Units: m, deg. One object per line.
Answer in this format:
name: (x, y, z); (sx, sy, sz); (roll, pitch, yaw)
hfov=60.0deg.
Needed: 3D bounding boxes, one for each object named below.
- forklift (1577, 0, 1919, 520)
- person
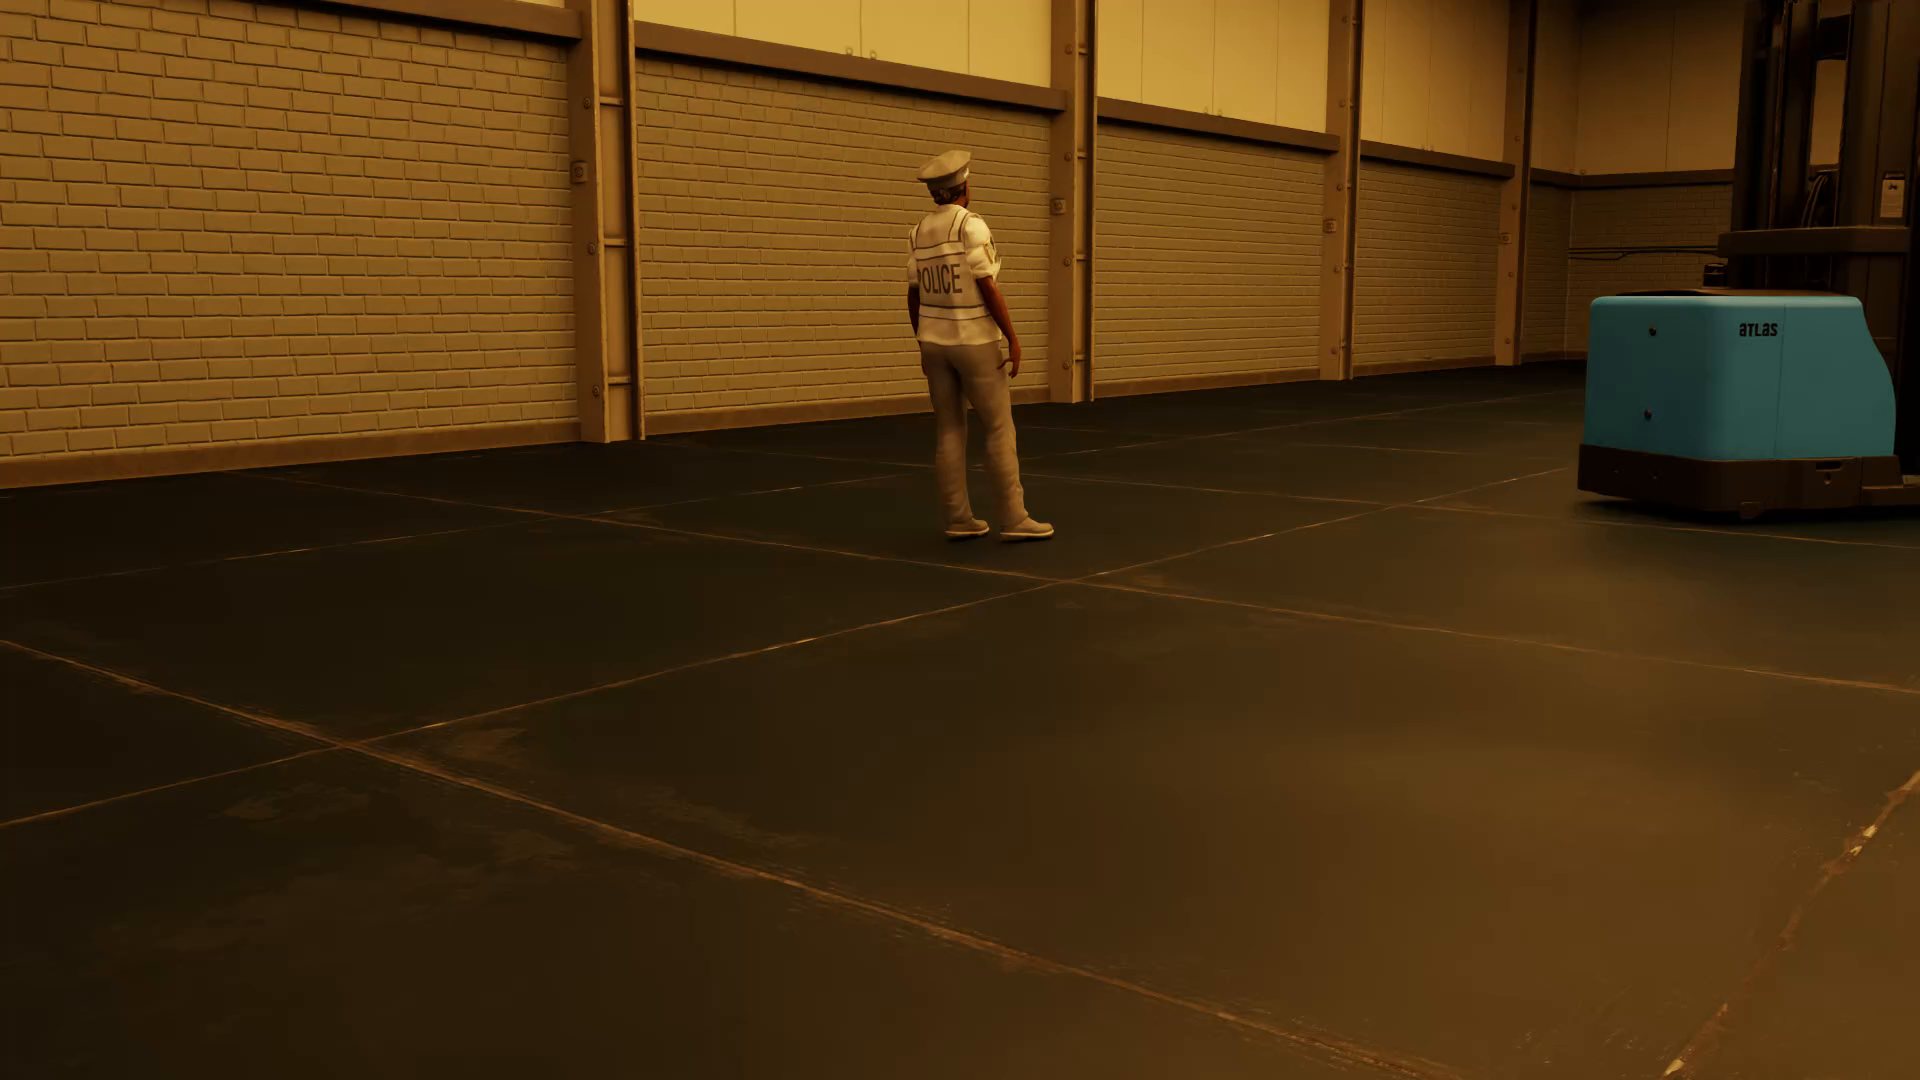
forklift: (4.816, -1.640, 8.489); (3.031, 2.935, 1.130); (-2, 9, -15)
person: (0.063, -0.852, 7.326); (0.569, 1.695, 0.530); (7, 11, 38)
